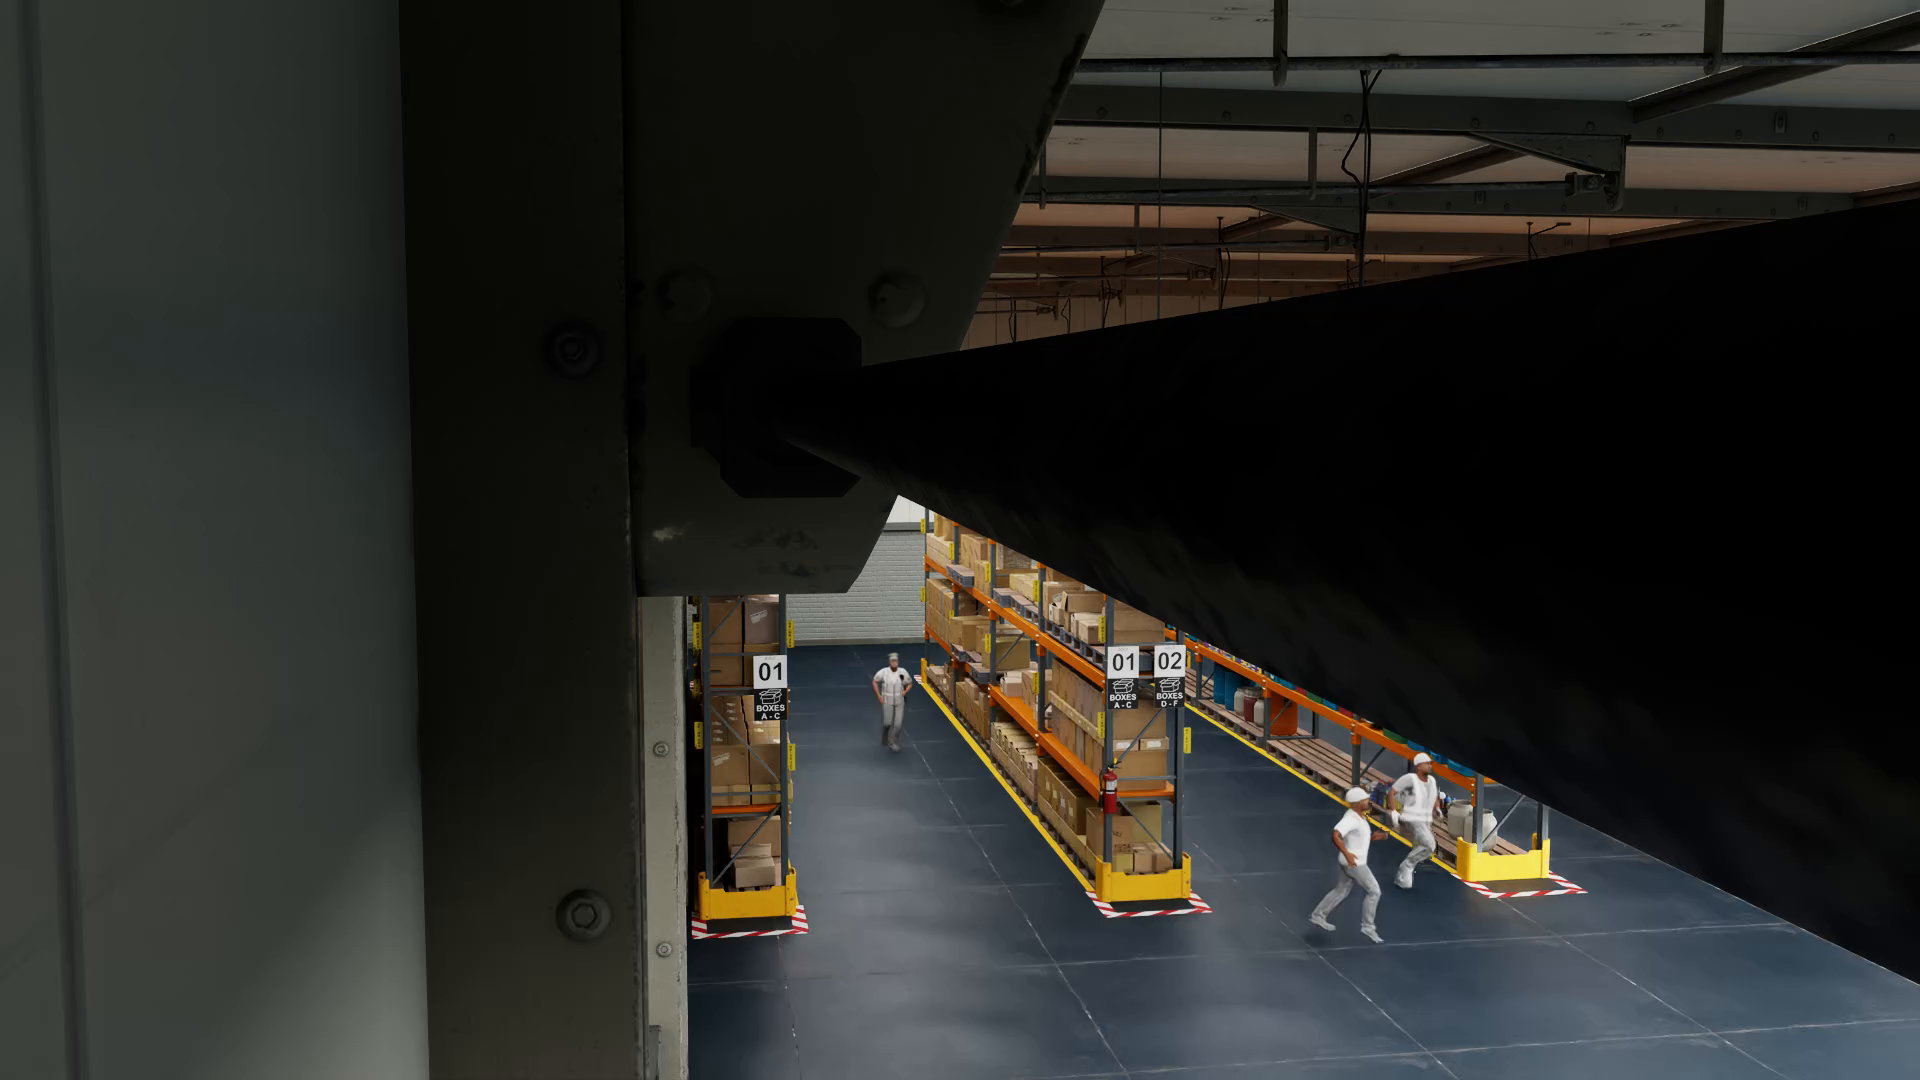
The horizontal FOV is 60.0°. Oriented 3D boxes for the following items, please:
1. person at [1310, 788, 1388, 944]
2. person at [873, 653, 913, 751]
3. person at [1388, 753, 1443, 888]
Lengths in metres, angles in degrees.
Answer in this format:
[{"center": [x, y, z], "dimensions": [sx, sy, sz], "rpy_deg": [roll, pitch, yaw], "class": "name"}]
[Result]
[{"center": [4.507, 3.759, 19.230], "dimensions": [0.866, 1.814, 0.707], "rpy_deg": [1, 5, 9], "class": "person"}, {"center": [-1.173, 2.867, 29.441], "dimensions": [0.710, 1.752, 0.563], "rpy_deg": [-1, 5, -9], "class": "person"}, {"center": [5.898, 3.595, 21.265], "dimensions": [0.720, 1.711, 0.617], "rpy_deg": [-4, 6, -36], "class": "person"}]
